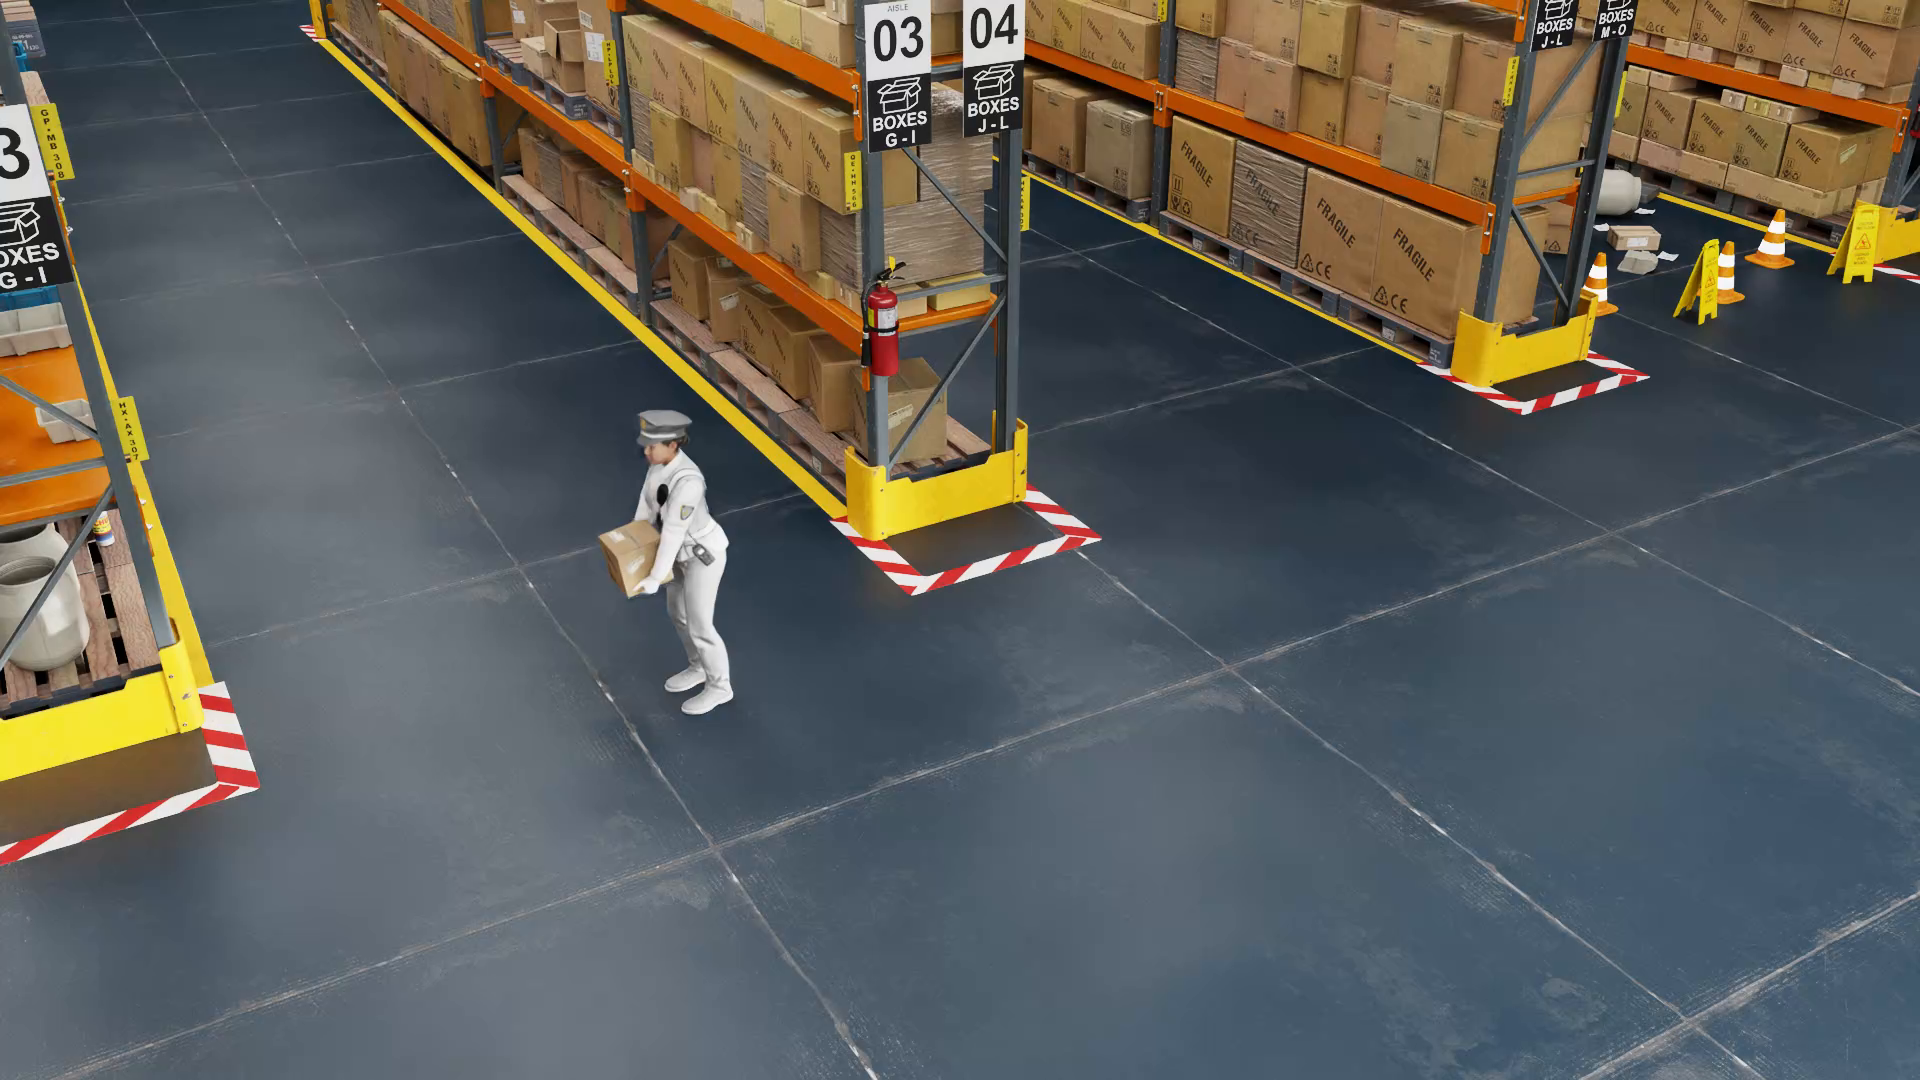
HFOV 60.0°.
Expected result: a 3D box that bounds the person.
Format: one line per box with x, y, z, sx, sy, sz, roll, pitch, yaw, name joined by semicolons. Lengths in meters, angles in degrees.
-1.439;0.113;8.360;0.534;1.665;0.415;-17;33;-27;person
